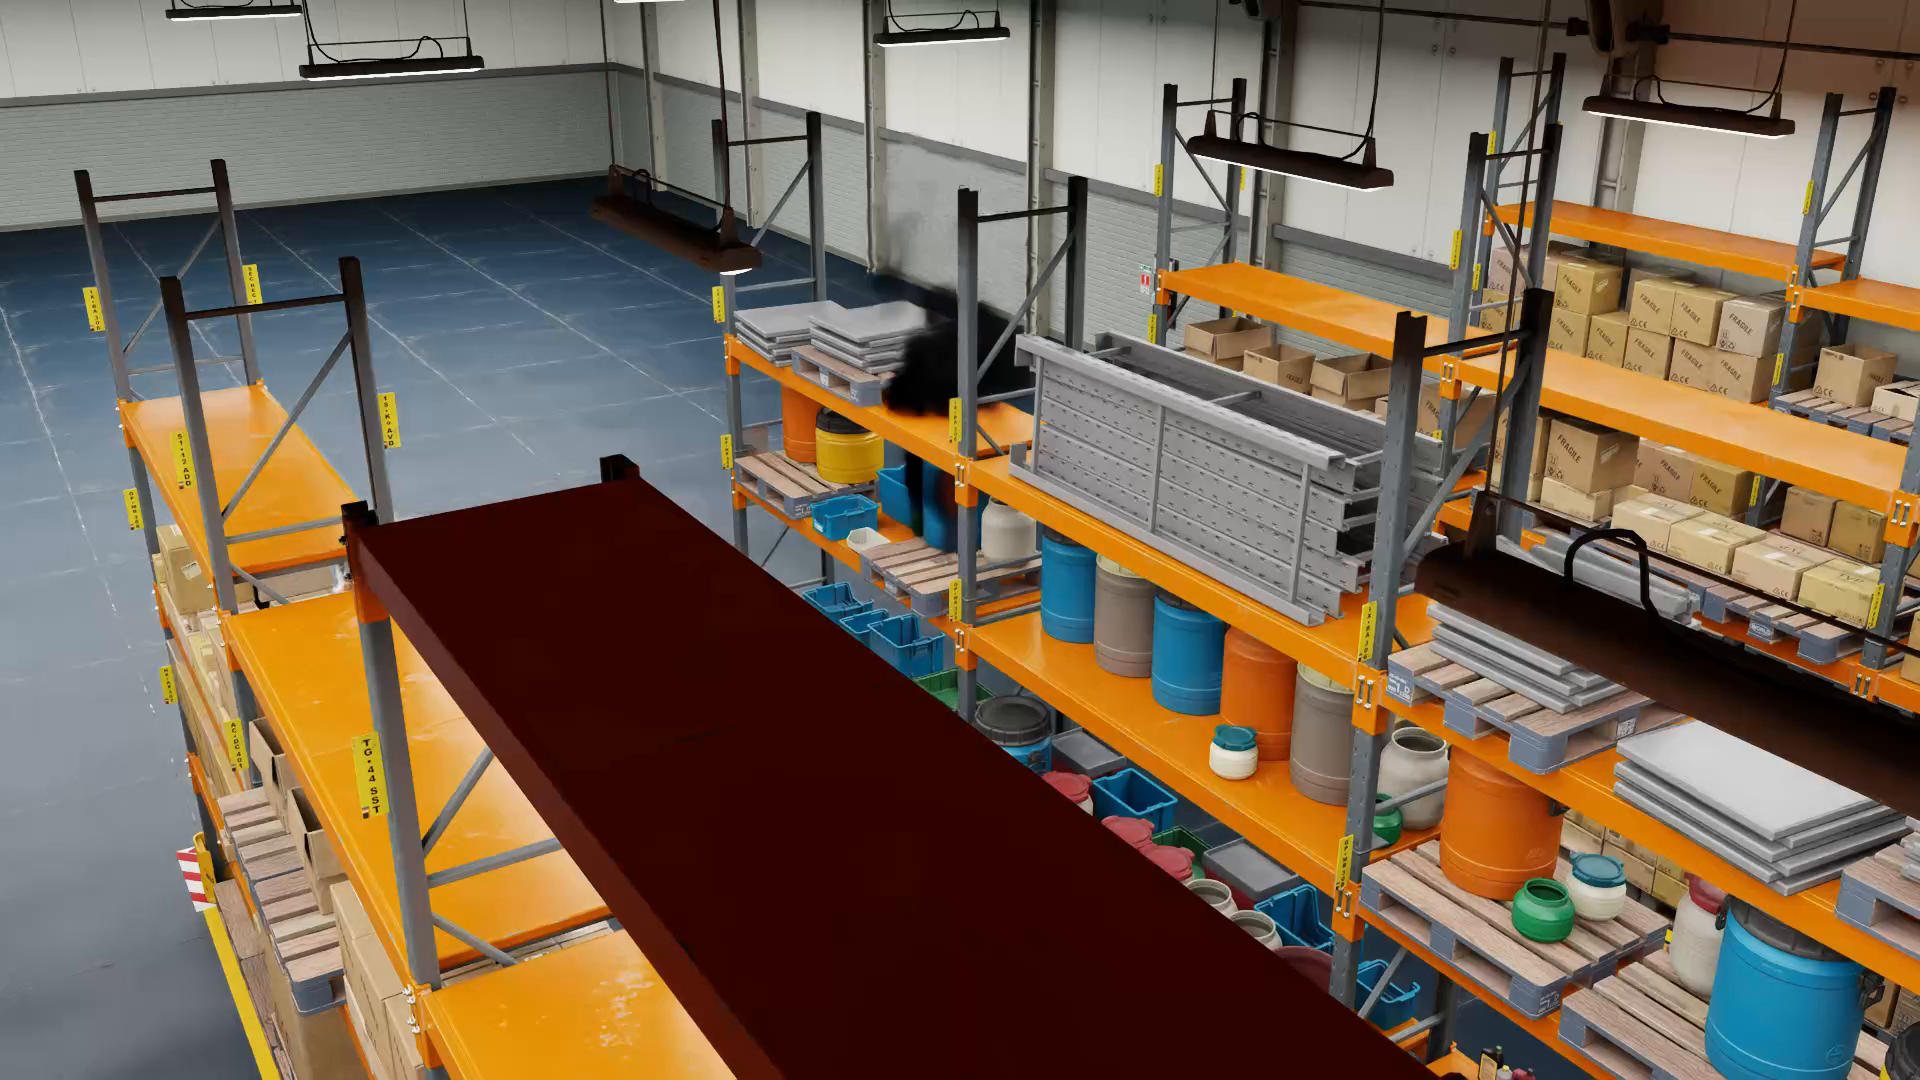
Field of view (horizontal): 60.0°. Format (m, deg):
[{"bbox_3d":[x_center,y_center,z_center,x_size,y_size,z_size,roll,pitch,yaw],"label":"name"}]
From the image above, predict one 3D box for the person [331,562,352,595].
[{"bbox_3d":[-6.364,0.597,17.595,0.596,1.737,0.669,0,22,-1],"label":"person"}]
